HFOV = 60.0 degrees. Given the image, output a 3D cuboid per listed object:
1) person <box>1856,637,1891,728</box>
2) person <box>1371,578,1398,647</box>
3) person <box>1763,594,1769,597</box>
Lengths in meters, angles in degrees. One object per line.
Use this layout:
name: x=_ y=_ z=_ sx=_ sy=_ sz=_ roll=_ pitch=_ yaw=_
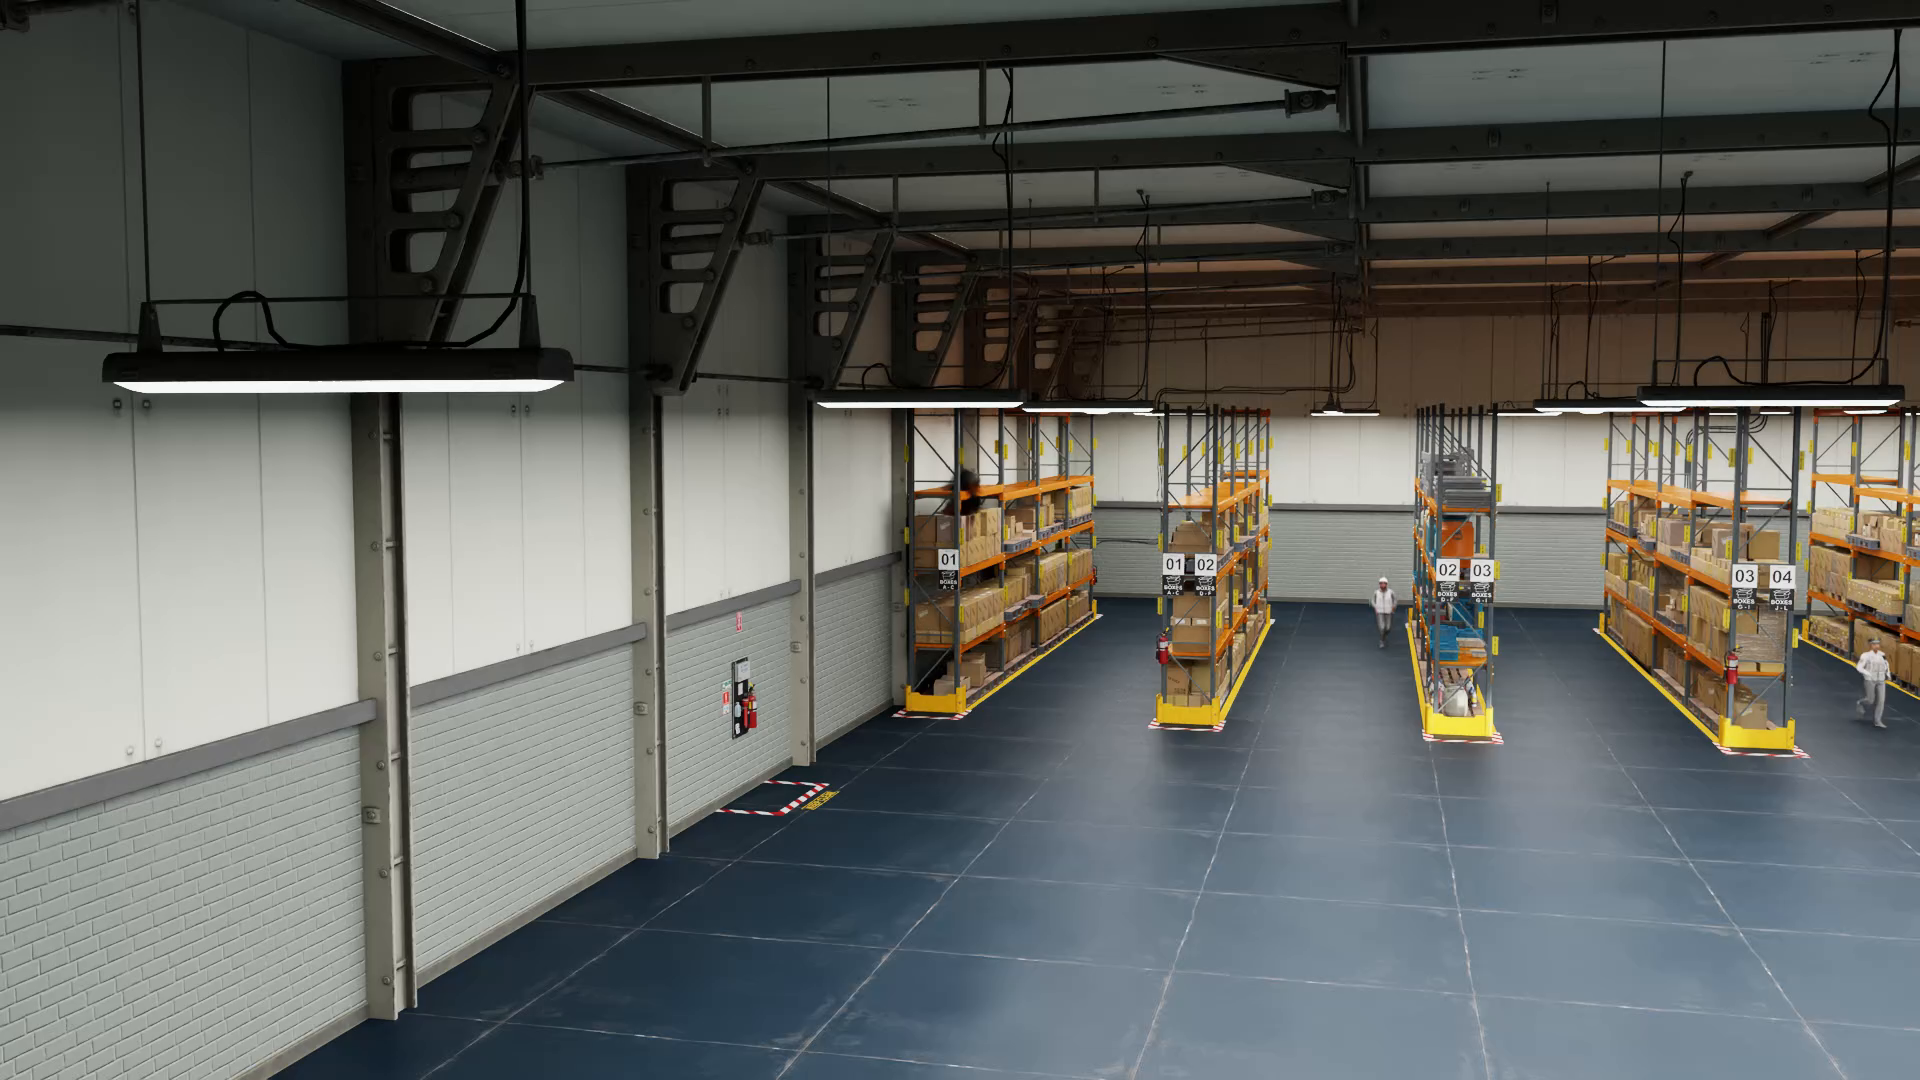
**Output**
person: x=17.112 y=2.632 z=31.093 sx=0.632 sy=1.661 sz=0.862 roll=0 pitch=4 yaw=3
person: x=10.672 y=1.817 z=41.861 sx=0.665 sy=1.742 sz=0.546 roll=1 pitch=4 yaw=14
person: x=21.300 y=1.733 z=43.876 sx=0.539 sy=1.596 sz=0.636 roll=-2 pitch=5 yaw=-29
